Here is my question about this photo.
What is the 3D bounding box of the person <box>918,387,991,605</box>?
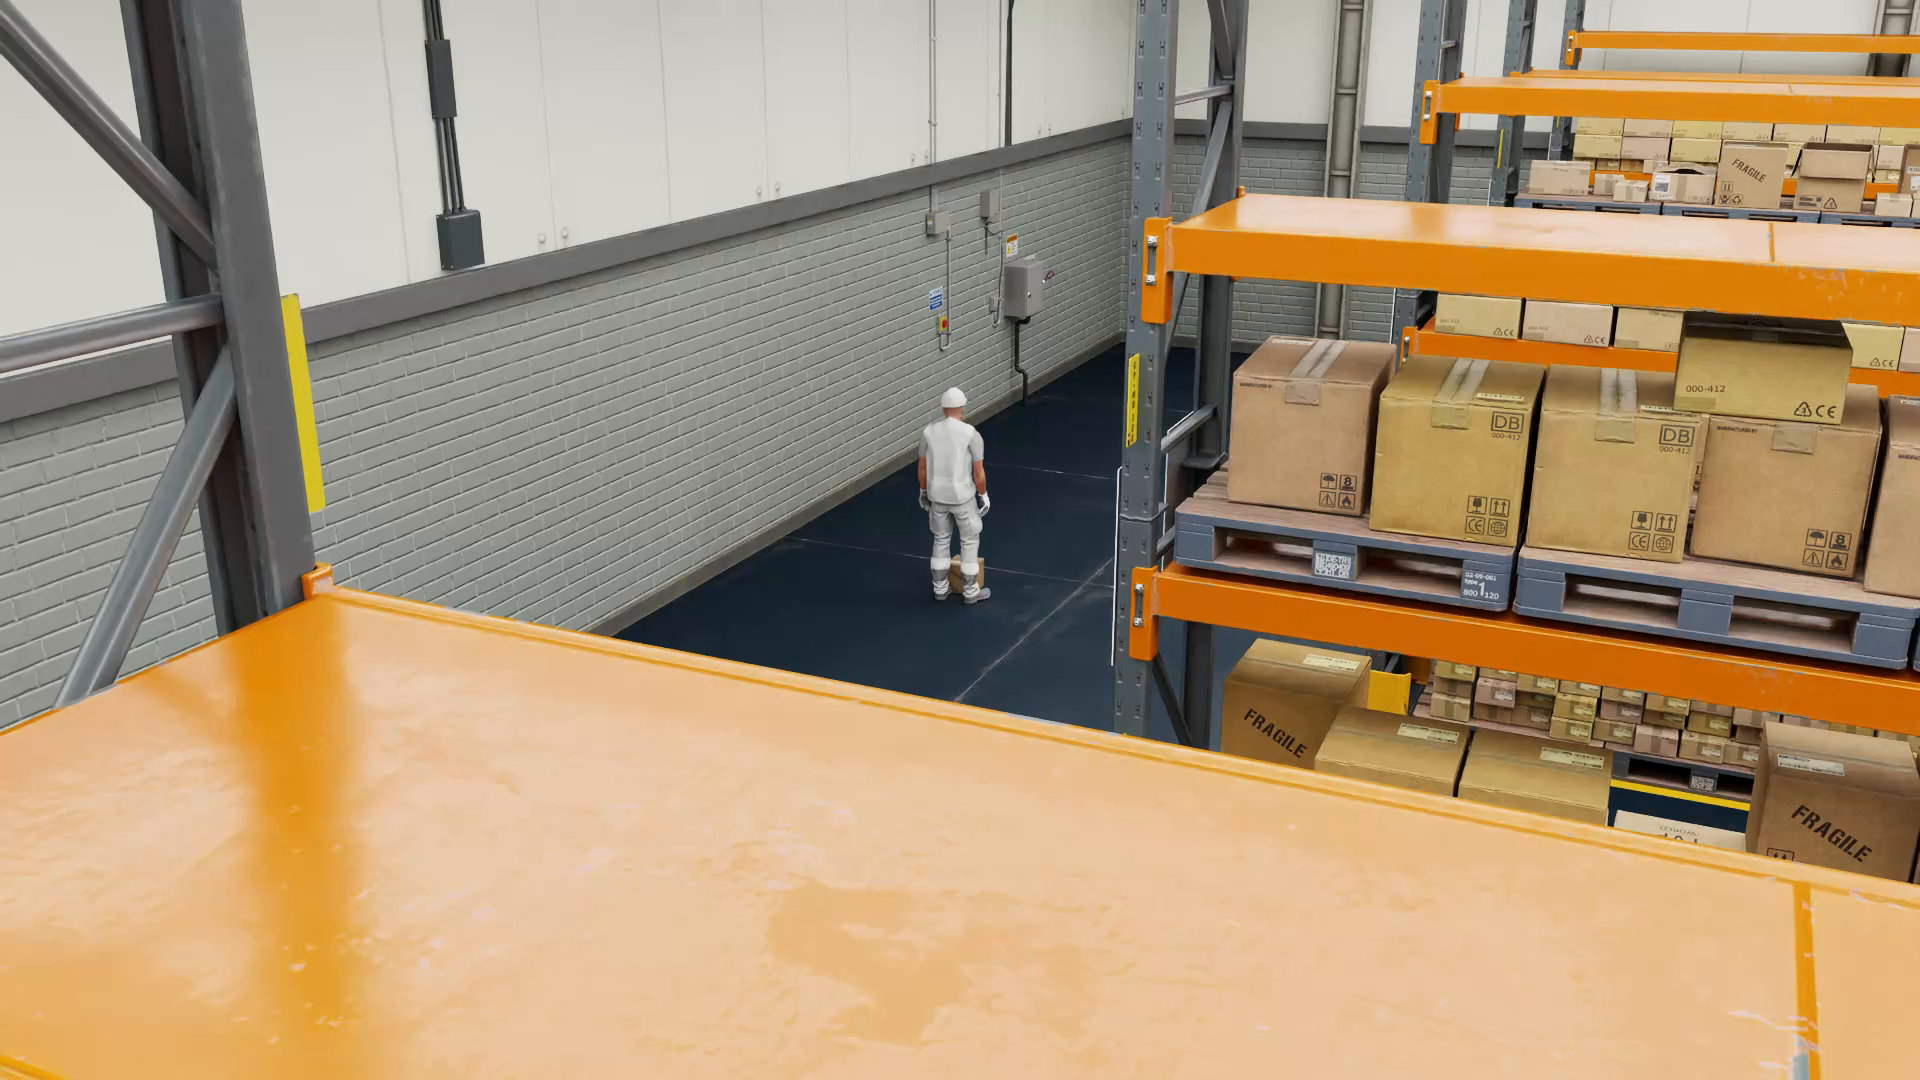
[{"bbox_3d":[-0.049,-0.360,13.599,0.610,1.777,0.451,7,20,20],"label":"person"}]
